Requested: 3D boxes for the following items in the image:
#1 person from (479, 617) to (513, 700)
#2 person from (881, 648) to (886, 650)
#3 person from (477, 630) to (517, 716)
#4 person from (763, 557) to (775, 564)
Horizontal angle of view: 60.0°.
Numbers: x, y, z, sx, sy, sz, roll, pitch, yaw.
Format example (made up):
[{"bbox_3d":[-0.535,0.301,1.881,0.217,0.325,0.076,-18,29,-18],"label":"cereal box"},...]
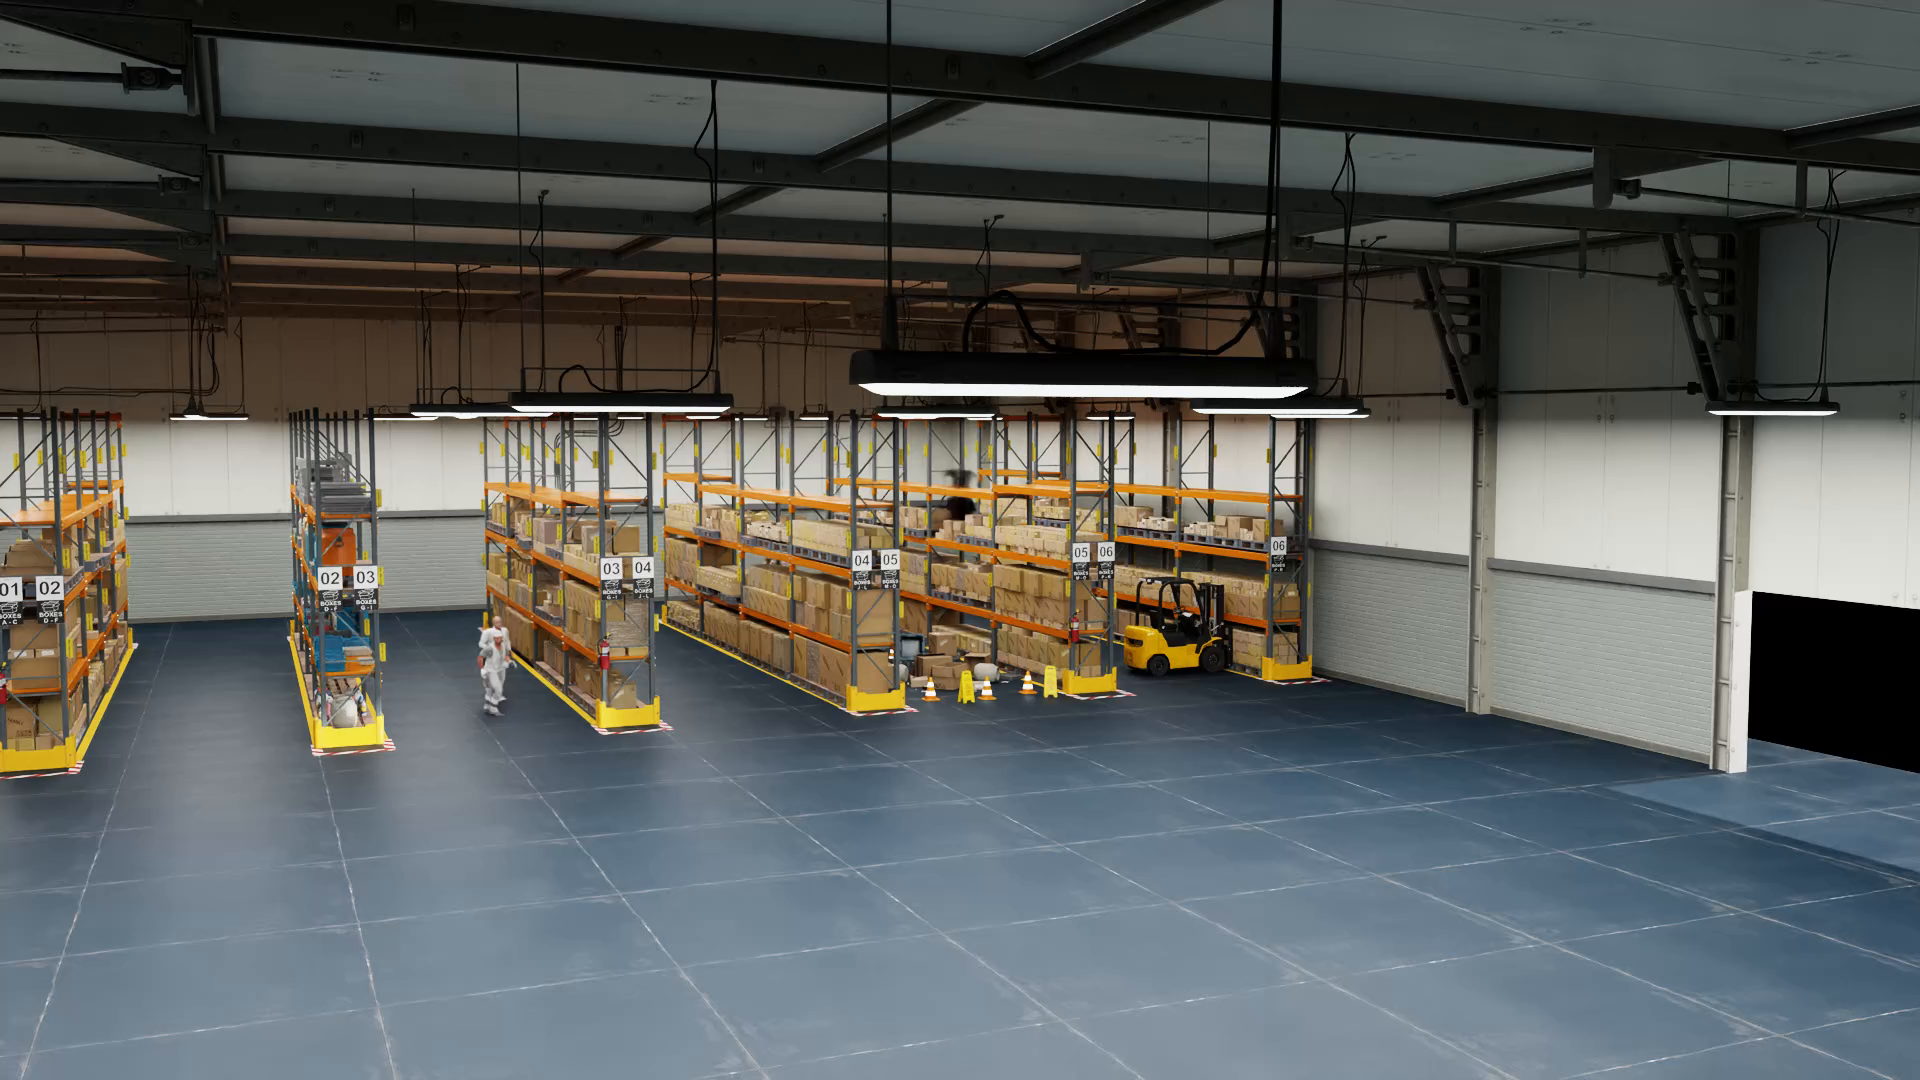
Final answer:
[{"bbox_3d":[-9.691,2.440,34.581,0.702,1.733,0.865,-3,5,-35],"label":"person"},{"bbox_3d":[-2.084,2.004,42.124,0.651,1.514,0.853,-1,4,-14],"label":"person"},{"bbox_3d":[-9.087,2.608,32.615,0.849,1.735,0.669,1,4,17],"label":"person"},{"bbox_3d":[-5.965,1.254,51.297,0.690,1.789,0.716,4,6,44],"label":"person"}]
